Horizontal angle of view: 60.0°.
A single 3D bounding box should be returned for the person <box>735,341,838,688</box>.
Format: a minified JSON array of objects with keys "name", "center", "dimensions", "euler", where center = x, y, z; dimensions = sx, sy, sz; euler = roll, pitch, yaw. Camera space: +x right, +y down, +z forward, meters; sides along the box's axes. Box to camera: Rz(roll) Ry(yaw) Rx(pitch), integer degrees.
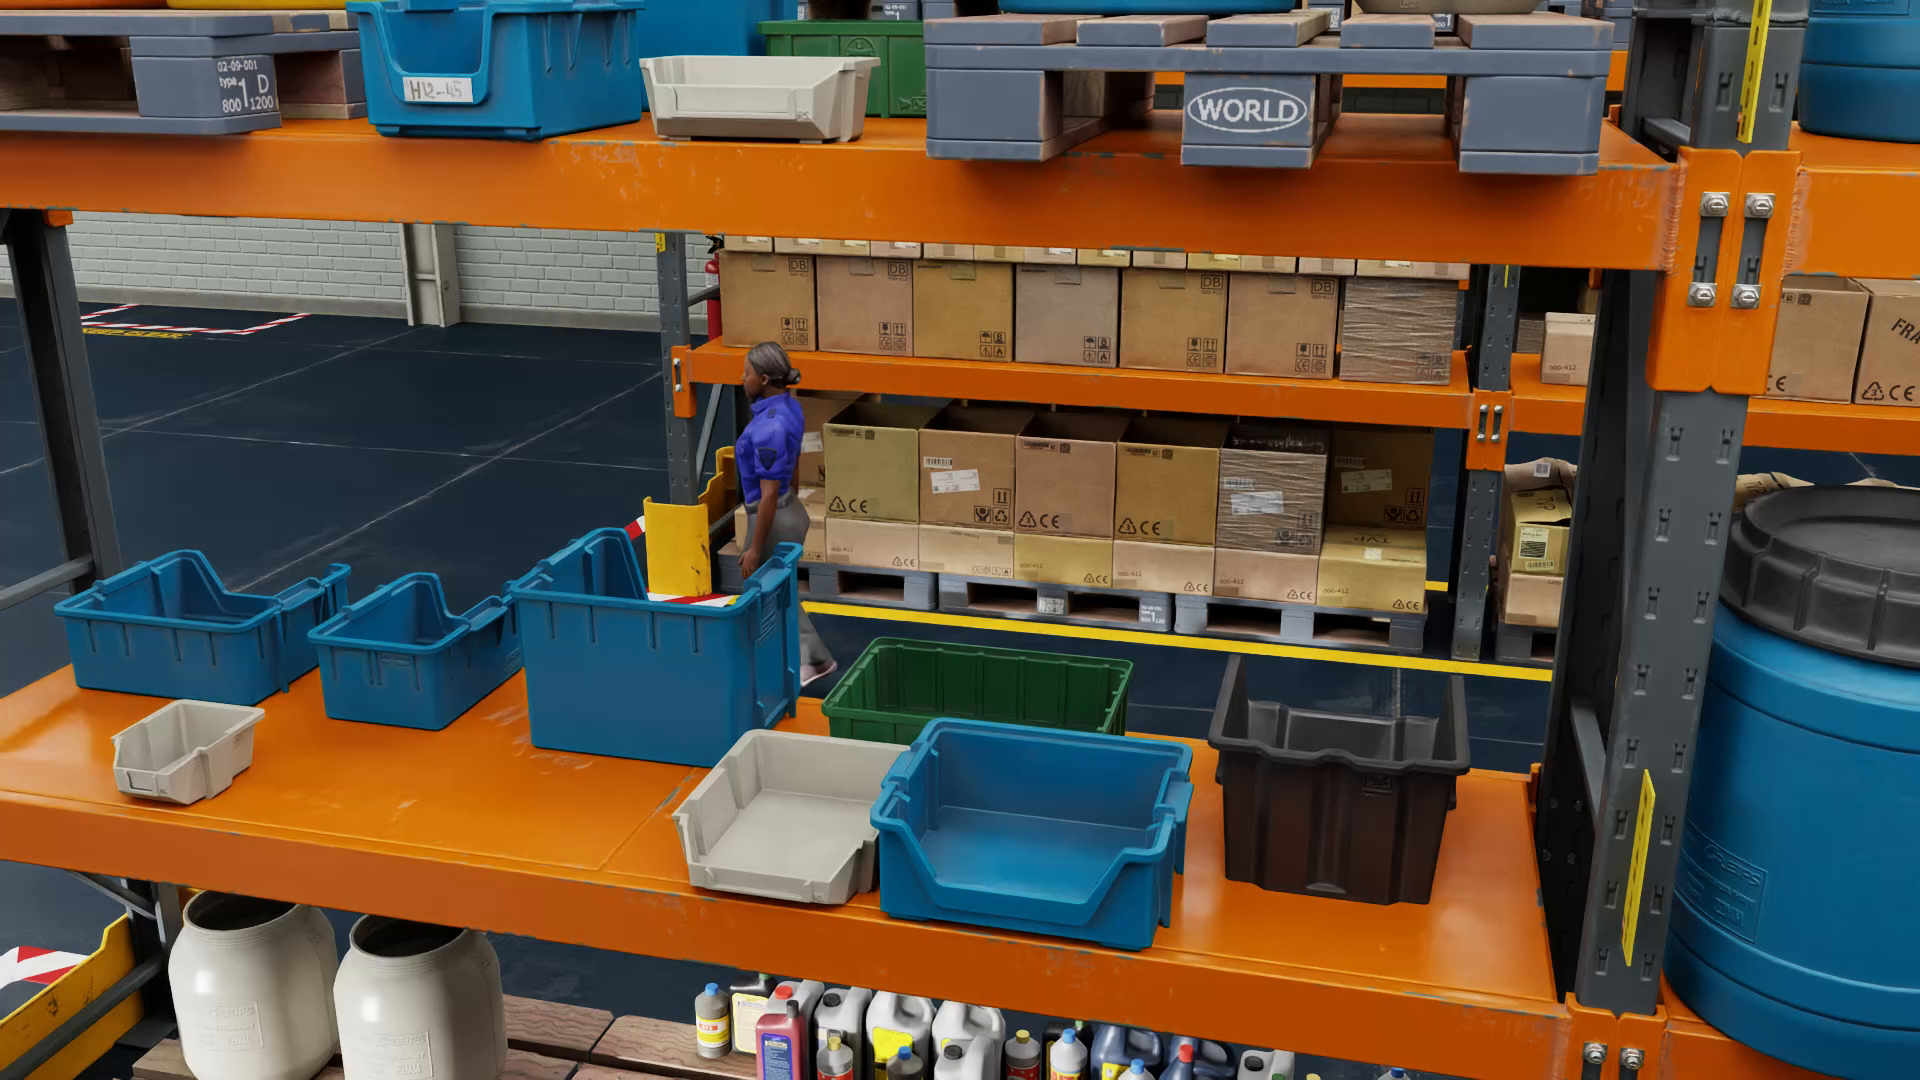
[{"name":"person","center":[-0.799,-0.039,7.115],"dimensions":[0.484,1.663,0.542],"euler":[1,18,4]}]
